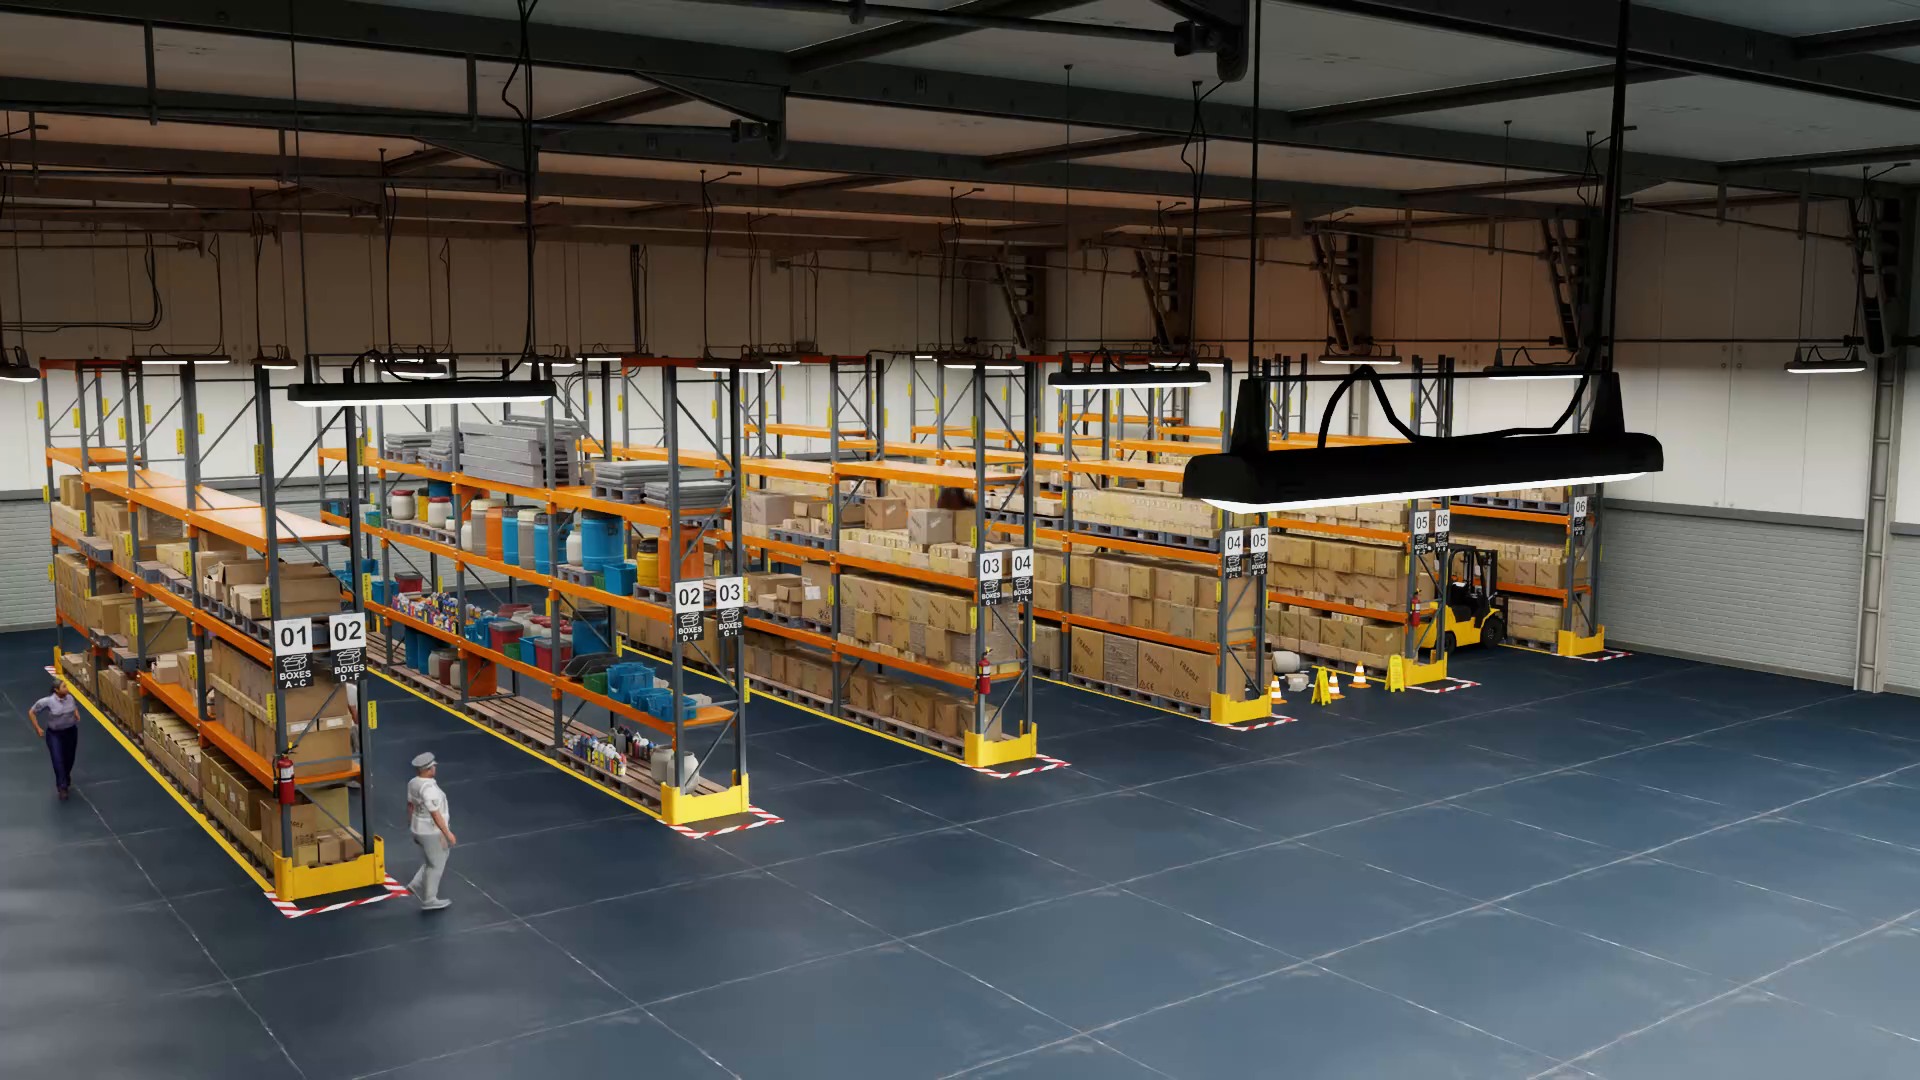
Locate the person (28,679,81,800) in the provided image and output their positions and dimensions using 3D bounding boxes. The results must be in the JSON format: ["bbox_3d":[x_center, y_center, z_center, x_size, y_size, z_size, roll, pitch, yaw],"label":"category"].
[{"bbox_3d":[-12.564,2.729,23.115,0.630,1.603,1.028,-5,8,-36],"label":"person"}]

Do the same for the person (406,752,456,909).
[{"bbox_3d":[-5.872,3.230,18.477,0.467,1.774,0.542,-5,8,-34],"label":"person"}]

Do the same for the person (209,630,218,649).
[{"bbox_3d":[-13.888,1.846,30.815,0.465,1.570,0.624,-5,9,-38],"label":"person"}]

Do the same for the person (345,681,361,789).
[{"bbox_3d":[-8.601,2.636,23.618,0.587,1.828,0.438,7,9,43],"label":"person"}]
